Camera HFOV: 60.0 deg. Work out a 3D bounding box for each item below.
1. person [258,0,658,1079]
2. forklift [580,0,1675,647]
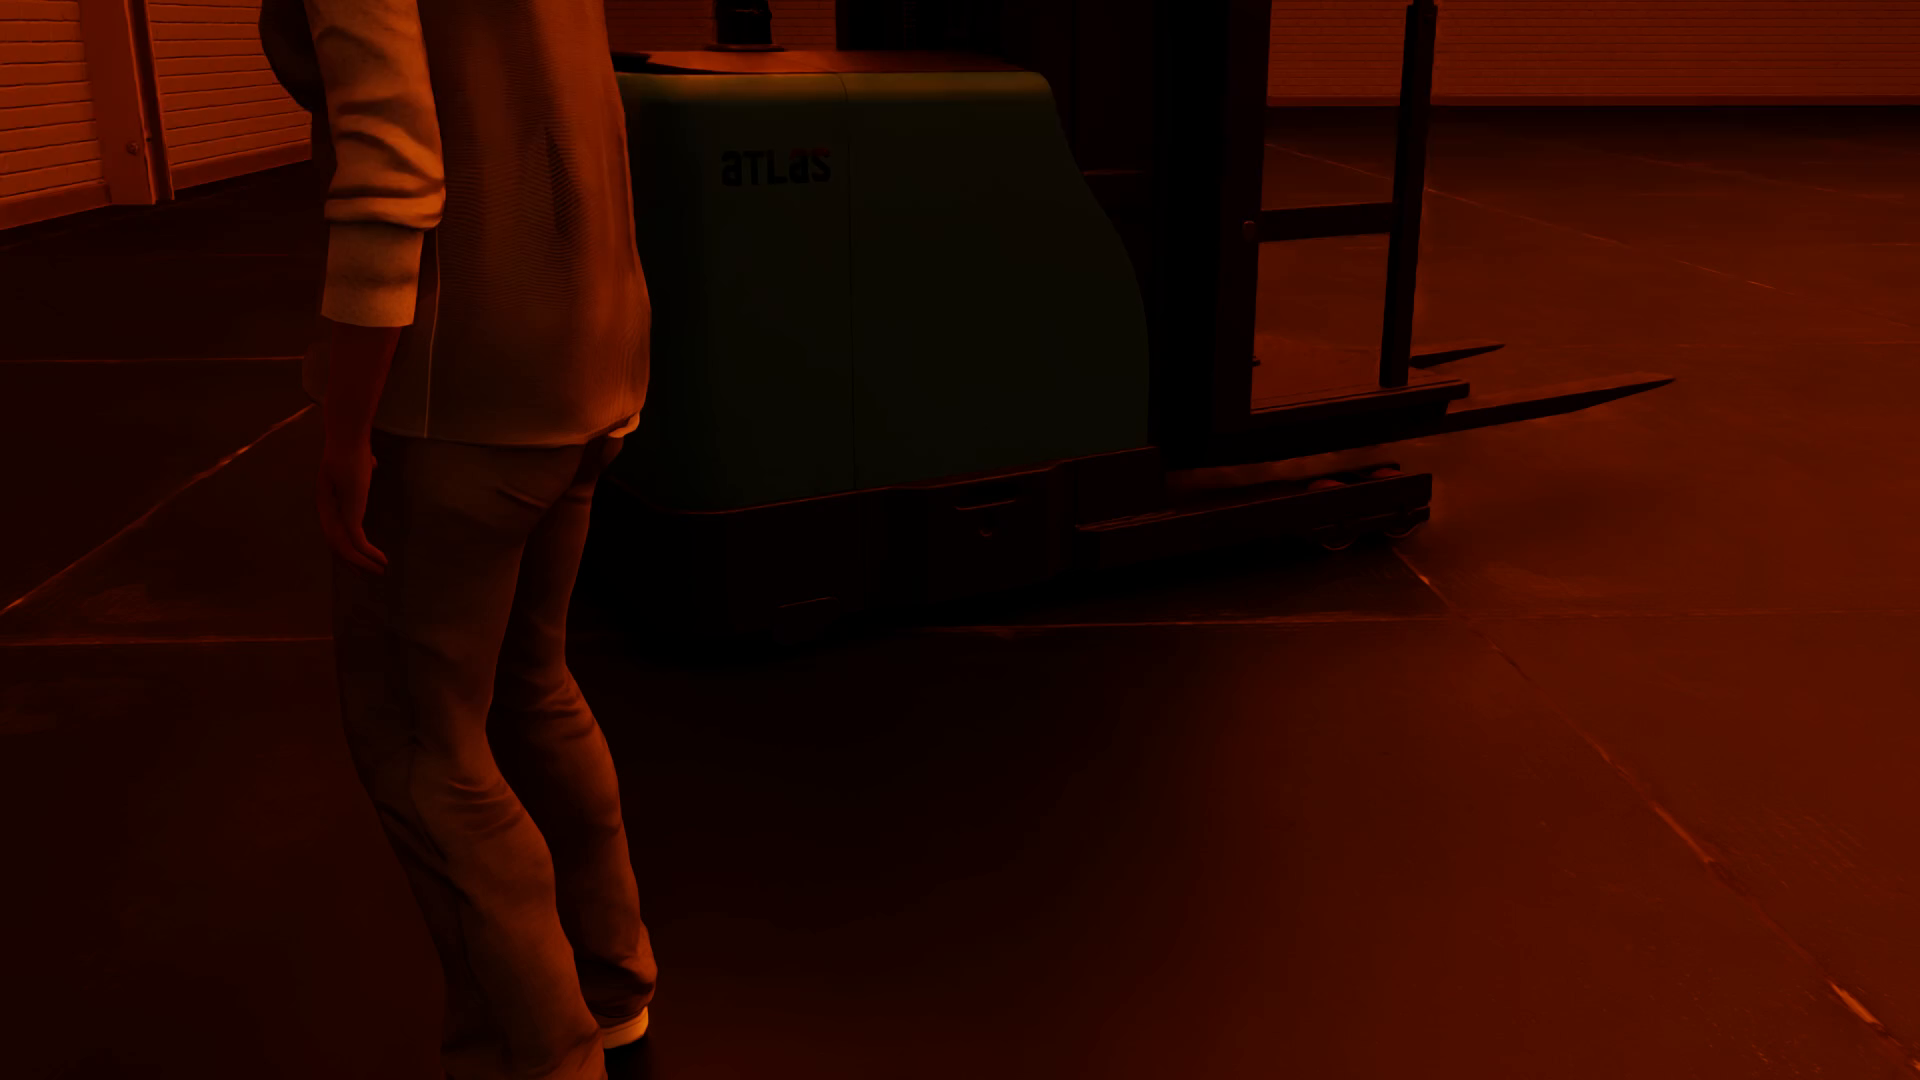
[{"bbox_3d":[-0.484,-0.128,1.620,0.349,1.590,0.470,3,17,9],"label":"person"},{"bbox_3d":[0.523,-1.498,3.804,3.031,2.935,1.130,-10,20,-29],"label":"forklift"}]
